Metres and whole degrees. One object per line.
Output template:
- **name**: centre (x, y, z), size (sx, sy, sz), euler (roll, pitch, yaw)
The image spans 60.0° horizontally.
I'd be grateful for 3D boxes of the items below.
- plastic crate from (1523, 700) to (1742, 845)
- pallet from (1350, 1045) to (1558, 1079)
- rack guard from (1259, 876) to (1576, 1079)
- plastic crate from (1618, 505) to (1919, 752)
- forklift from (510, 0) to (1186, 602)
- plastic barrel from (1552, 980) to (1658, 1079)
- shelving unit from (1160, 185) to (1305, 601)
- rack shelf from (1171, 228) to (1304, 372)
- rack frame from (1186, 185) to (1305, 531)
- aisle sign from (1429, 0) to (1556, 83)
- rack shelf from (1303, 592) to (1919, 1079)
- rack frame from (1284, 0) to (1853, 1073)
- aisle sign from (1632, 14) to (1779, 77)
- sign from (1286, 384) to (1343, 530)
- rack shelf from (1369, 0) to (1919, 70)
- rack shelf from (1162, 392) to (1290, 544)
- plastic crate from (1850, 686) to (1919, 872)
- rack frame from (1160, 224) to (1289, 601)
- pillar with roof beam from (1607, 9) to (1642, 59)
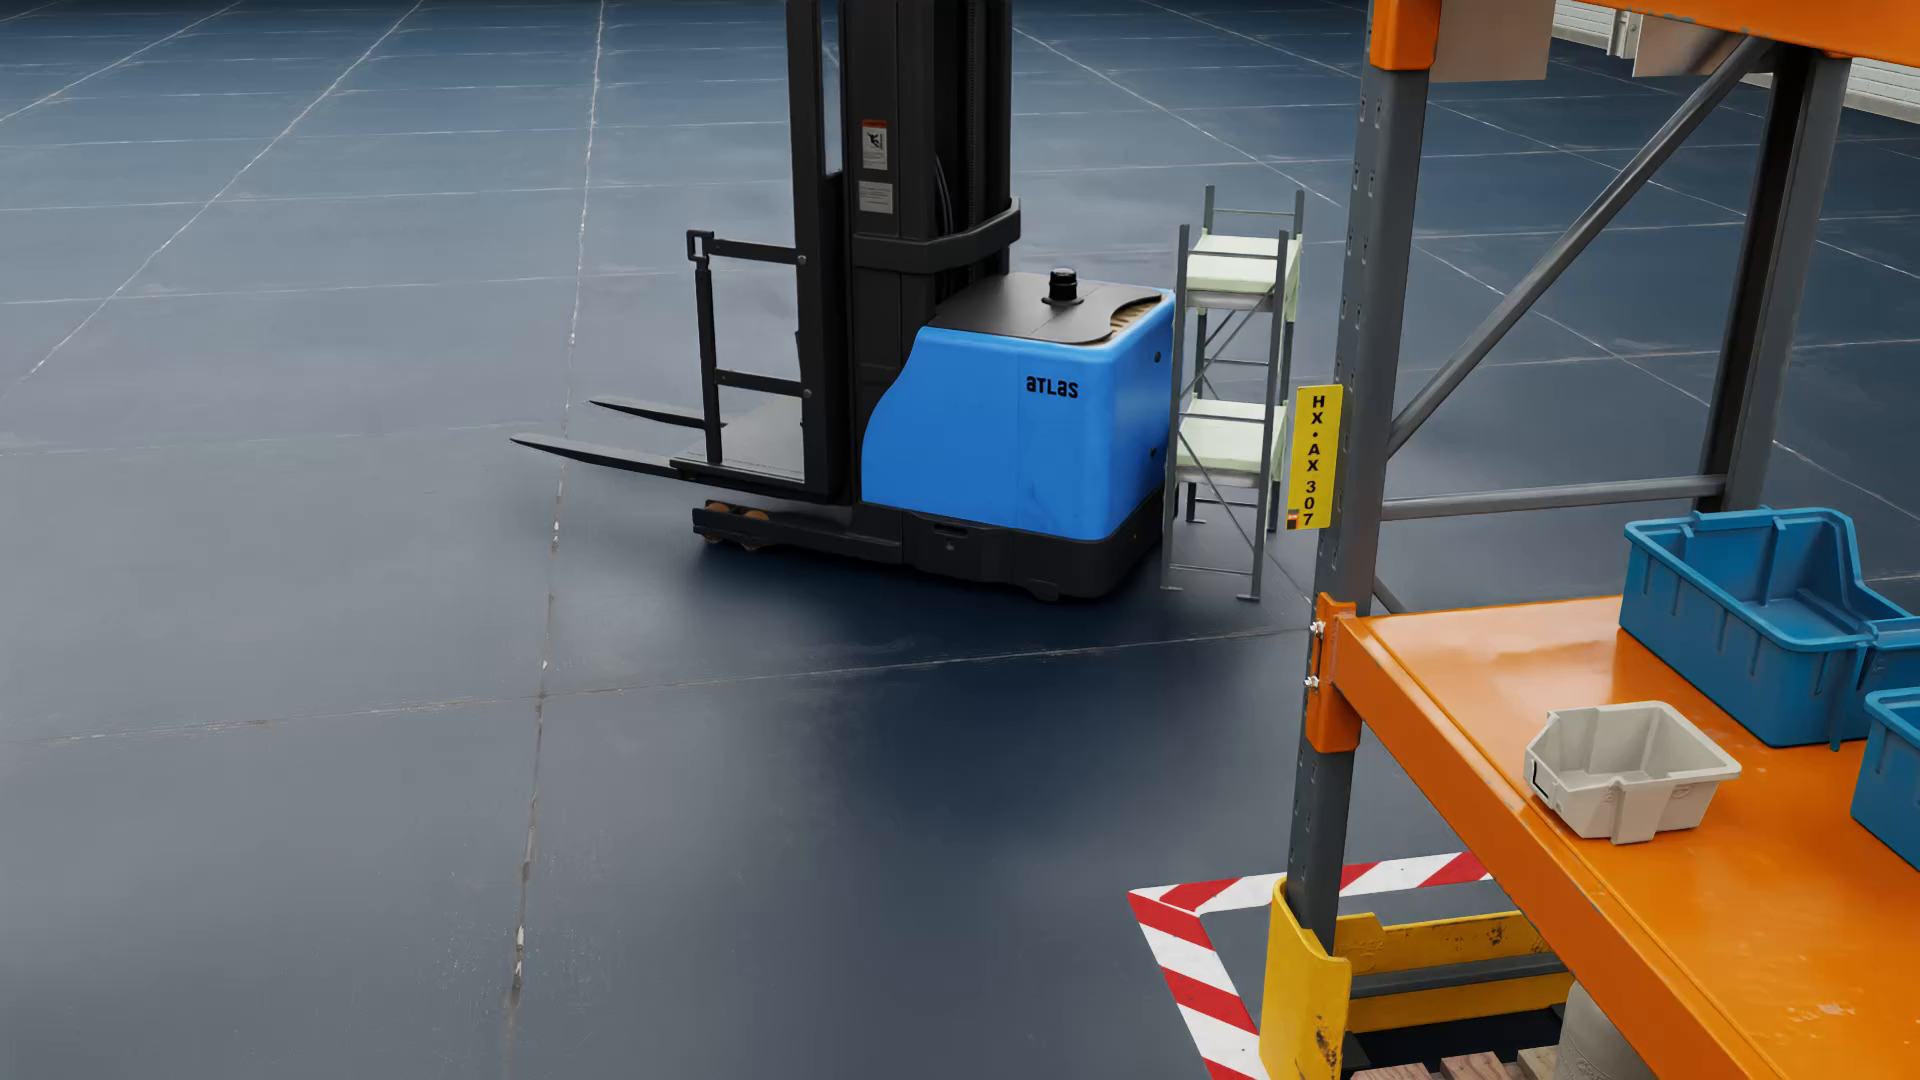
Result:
- **plastic crate**: centre (1.148, 0.410, 2.892), size (0.298, 0.136, 0.250), euler (-4, 24, -10)
- **pallet**: centre (1.504, 1.538, 3.465), size (1.003, 0.211, 1.213), euler (-4, 24, -10)
- **rack guard**: centre (1.359, 1.086, 4.140), size (1.175, 0.500, 0.348), euler (-4, 24, -10)
- **plastic crate**: centre (1.685, 0.157, 3.330), size (0.499, 0.251, 0.616), euler (-4, 24, -10)
- **forklift**: centre (-0.598, -1.480, 6.978), size (3.031, 2.935, 1.130), euler (11, 26, 23)
- **plastic barrel**: centre (1.495, 1.115, 3.534), size (0.421, 0.512, 0.421), euler (0, 24, 0)
- **shelving unit**: centre (1.110, -0.610, 6.773), size (0.431, 1.500, 0.755), euler (6, 24, 14)
- **rack shelf**: centre (1.110, -0.968, 6.617), size (0.431, 0.370, 0.720), euler (6, 24, 14)
- **rack frame**: centre (1.207, -0.751, 7.097), size (0.400, 1.500, 0.023), euler (6, 24, 14)
- **aisle sign**: centre (0.997, -1.284, 3.195), size (0.394, 0.787, 0.004), euler (-4, 24, -10)
- **rack shelf**: centre (1.668, 1.030, 2.043), size (1.077, 0.370, 4.000), euler (-4, 24, -10)
- **rack frame**: centre (1.298, -0.086, 3.700), size (1.000, 3.000, 0.127), euler (-4, 24, -10)
- **aisle sign**: centre (1.577, -1.328, 3.295), size (0.394, 0.787, 0.004), euler (-4, 24, -10)
- **sign**: centre (0.757, -0.174, 3.555), size (0.100, 0.325, 0.005), euler (-4, 24, -10)
- **rack shelf**: centre (1.668, -0.345, 1.442), size (1.077, 0.370, 4.000), euler (-4, 24, -10)
- **rack shelf**: centre (1.110, -0.311, 6.904), size (0.431, 0.370, 0.720), euler (6, 24, 14)
- **plastic crate**: centre (1.799, 0.412, 2.744), size (0.499, 0.251, 0.408), euler (-4, 24, -10)
- **rack frame**: centre (1.013, -0.469, 6.450), size (0.400, 1.500, 0.023), euler (6, 24, 14)
- **pillar with roof beam**: centre (4.455, -10.119, 19.176), size (9.100, 9.000, 0.400), euler (-4, 24, -10)
